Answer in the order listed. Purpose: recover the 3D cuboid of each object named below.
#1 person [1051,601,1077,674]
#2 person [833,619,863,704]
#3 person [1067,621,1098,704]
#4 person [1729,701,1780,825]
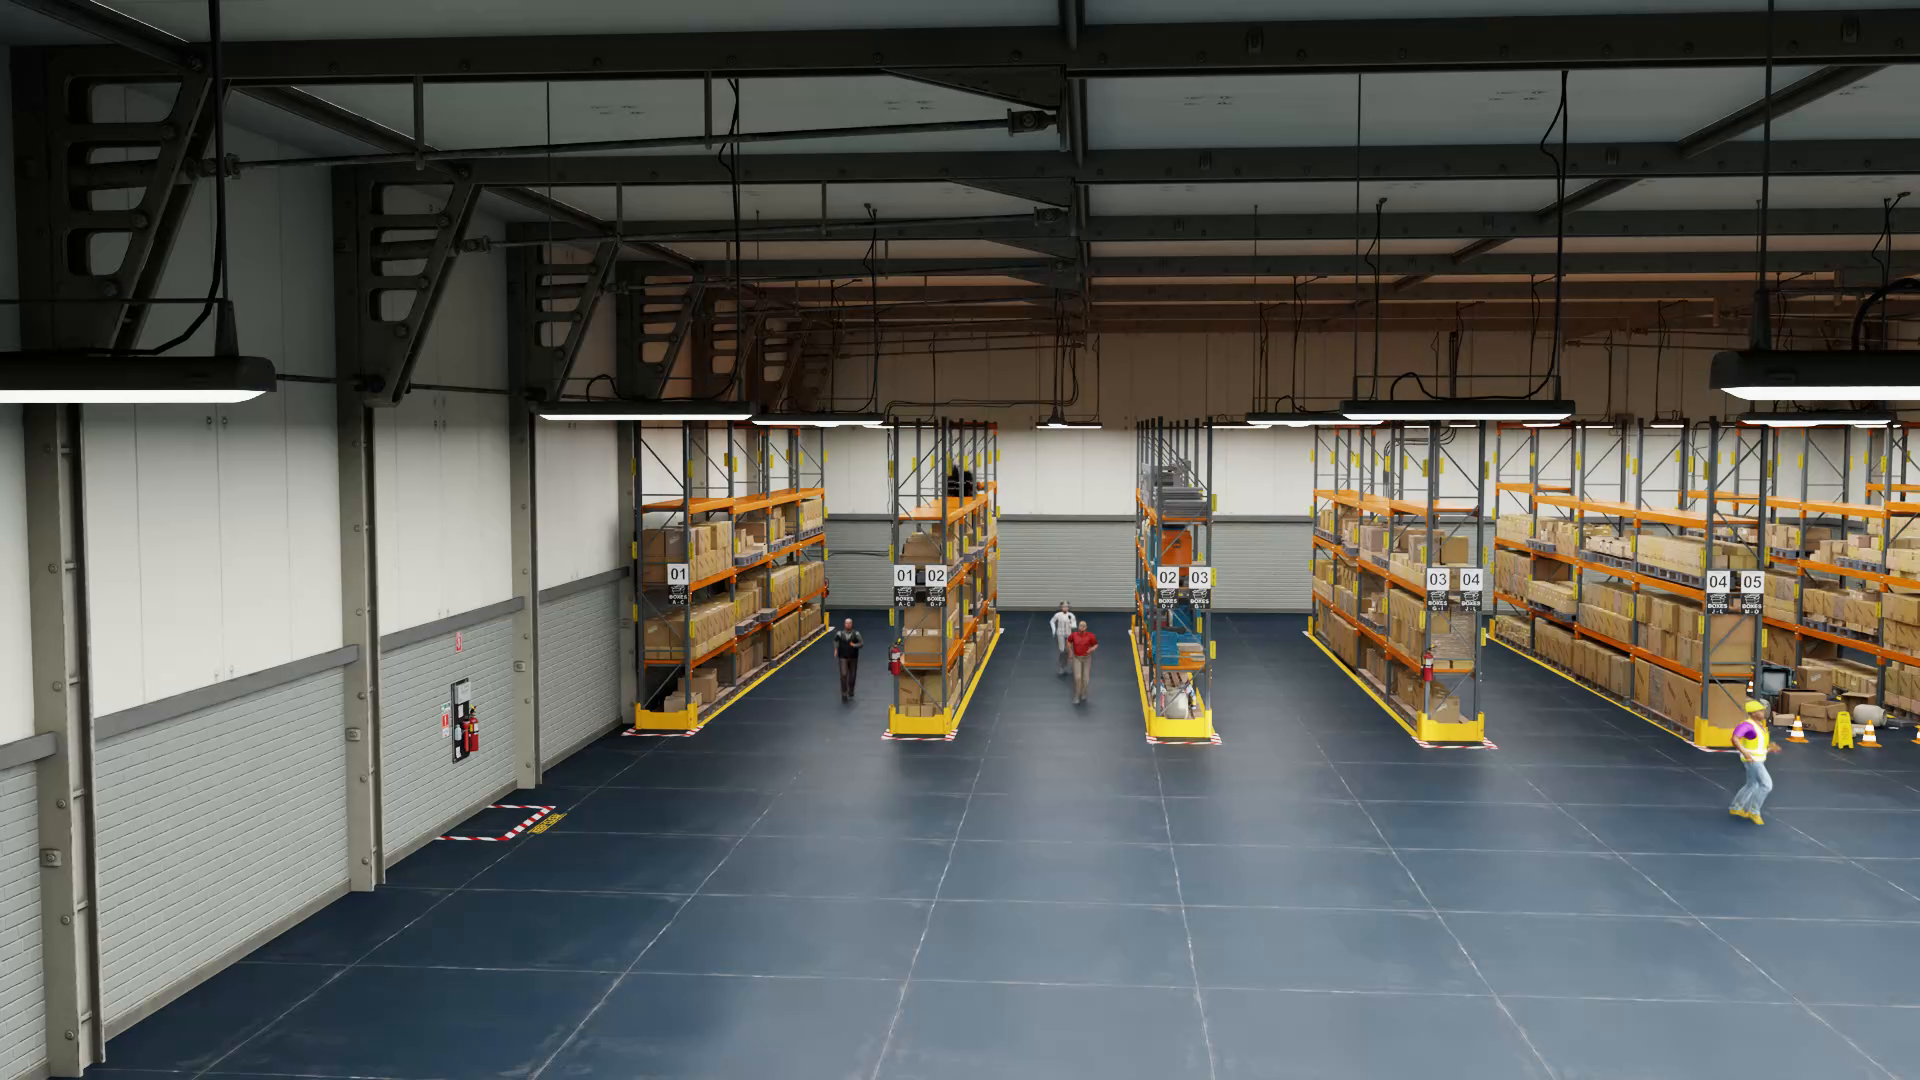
[{"bbox_3d":[2.478,2.310,39.424,0.576,1.744,0.719,-1,4,-8],"label":"person"},{"bbox_3d":[-2.369,2.544,35.274,0.638,1.755,0.874,0,4,-8],"label":"person"},{"bbox_3d":[2.595,2.594,35.129,0.647,1.785,0.764,0,4,0],"label":"person"},{"bbox_3d":[11.634,3.271,24.363,0.653,1.829,0.685,3,5,35],"label":"person"}]
